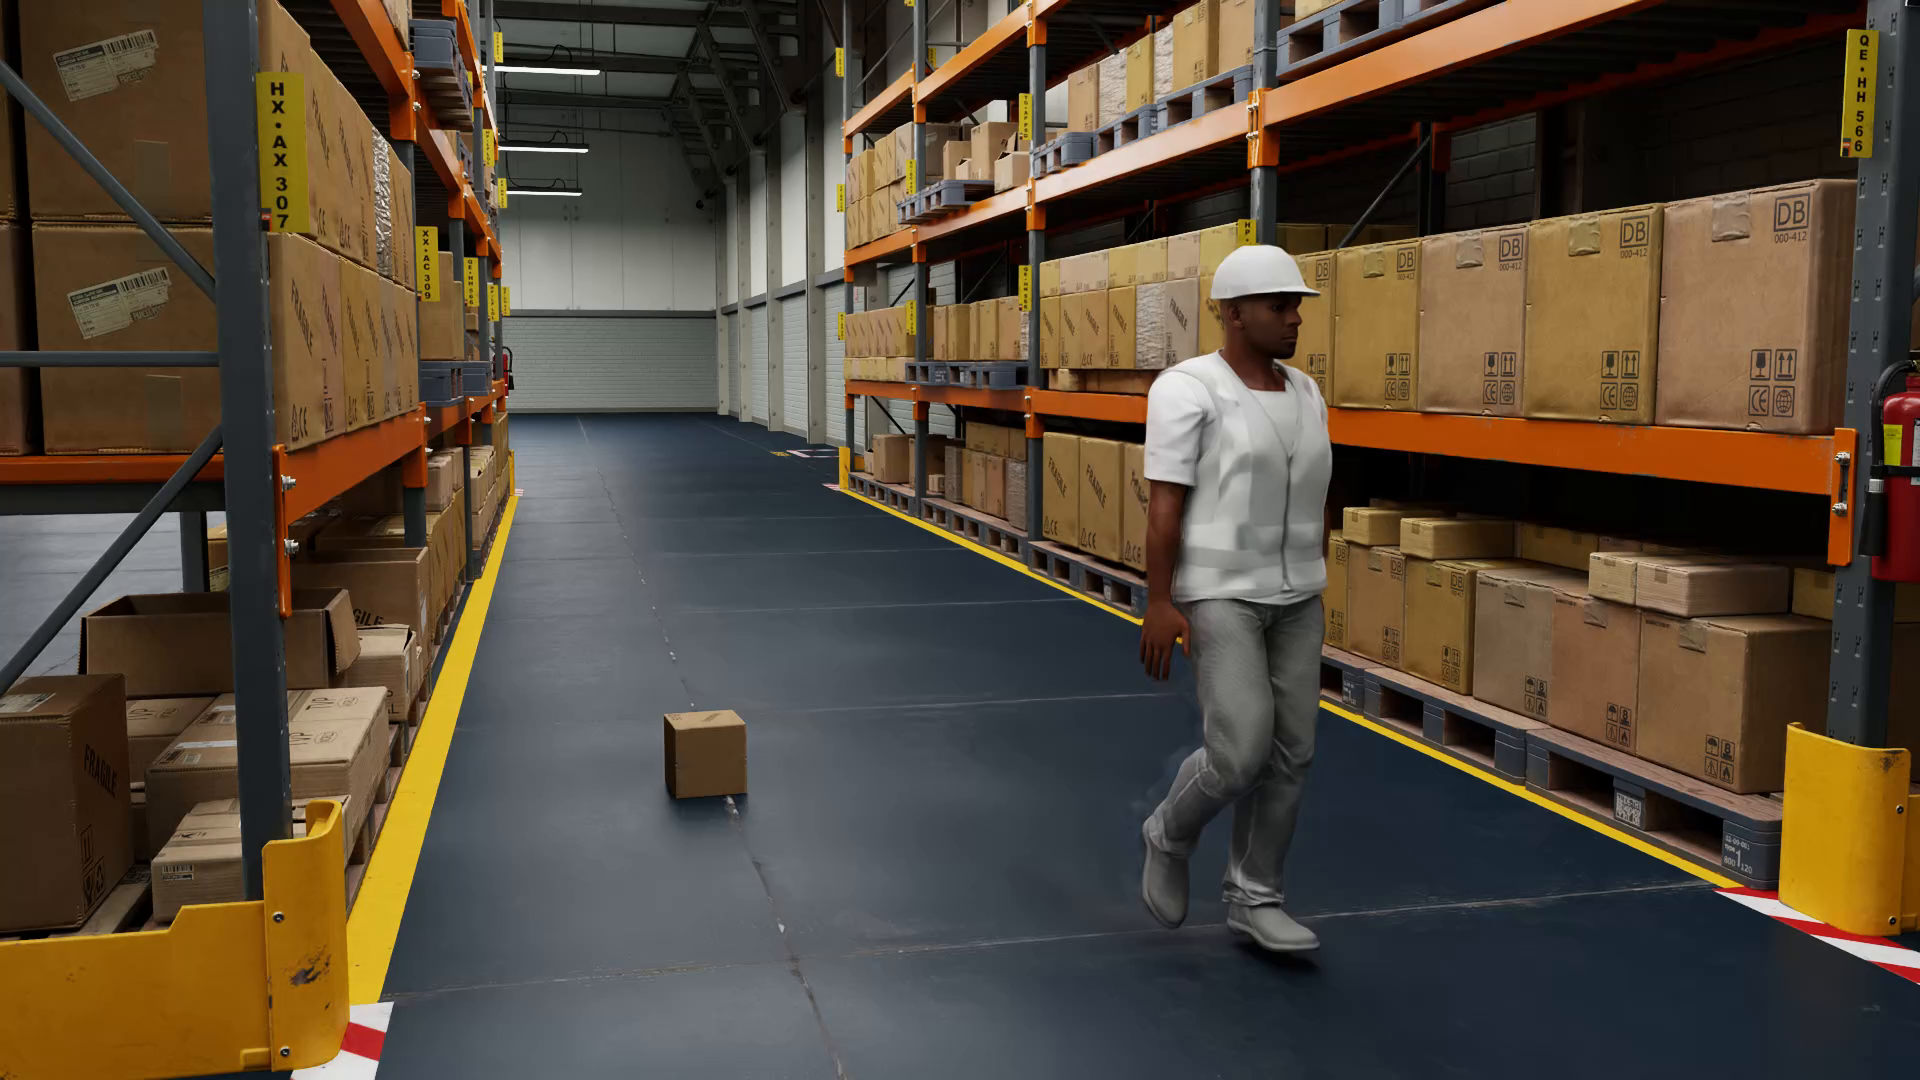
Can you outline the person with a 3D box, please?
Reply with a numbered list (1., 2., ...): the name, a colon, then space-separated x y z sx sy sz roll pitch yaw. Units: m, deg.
1. person: 0.704 0.147 4.195 0.601 1.755 0.510 -4 7 -30
